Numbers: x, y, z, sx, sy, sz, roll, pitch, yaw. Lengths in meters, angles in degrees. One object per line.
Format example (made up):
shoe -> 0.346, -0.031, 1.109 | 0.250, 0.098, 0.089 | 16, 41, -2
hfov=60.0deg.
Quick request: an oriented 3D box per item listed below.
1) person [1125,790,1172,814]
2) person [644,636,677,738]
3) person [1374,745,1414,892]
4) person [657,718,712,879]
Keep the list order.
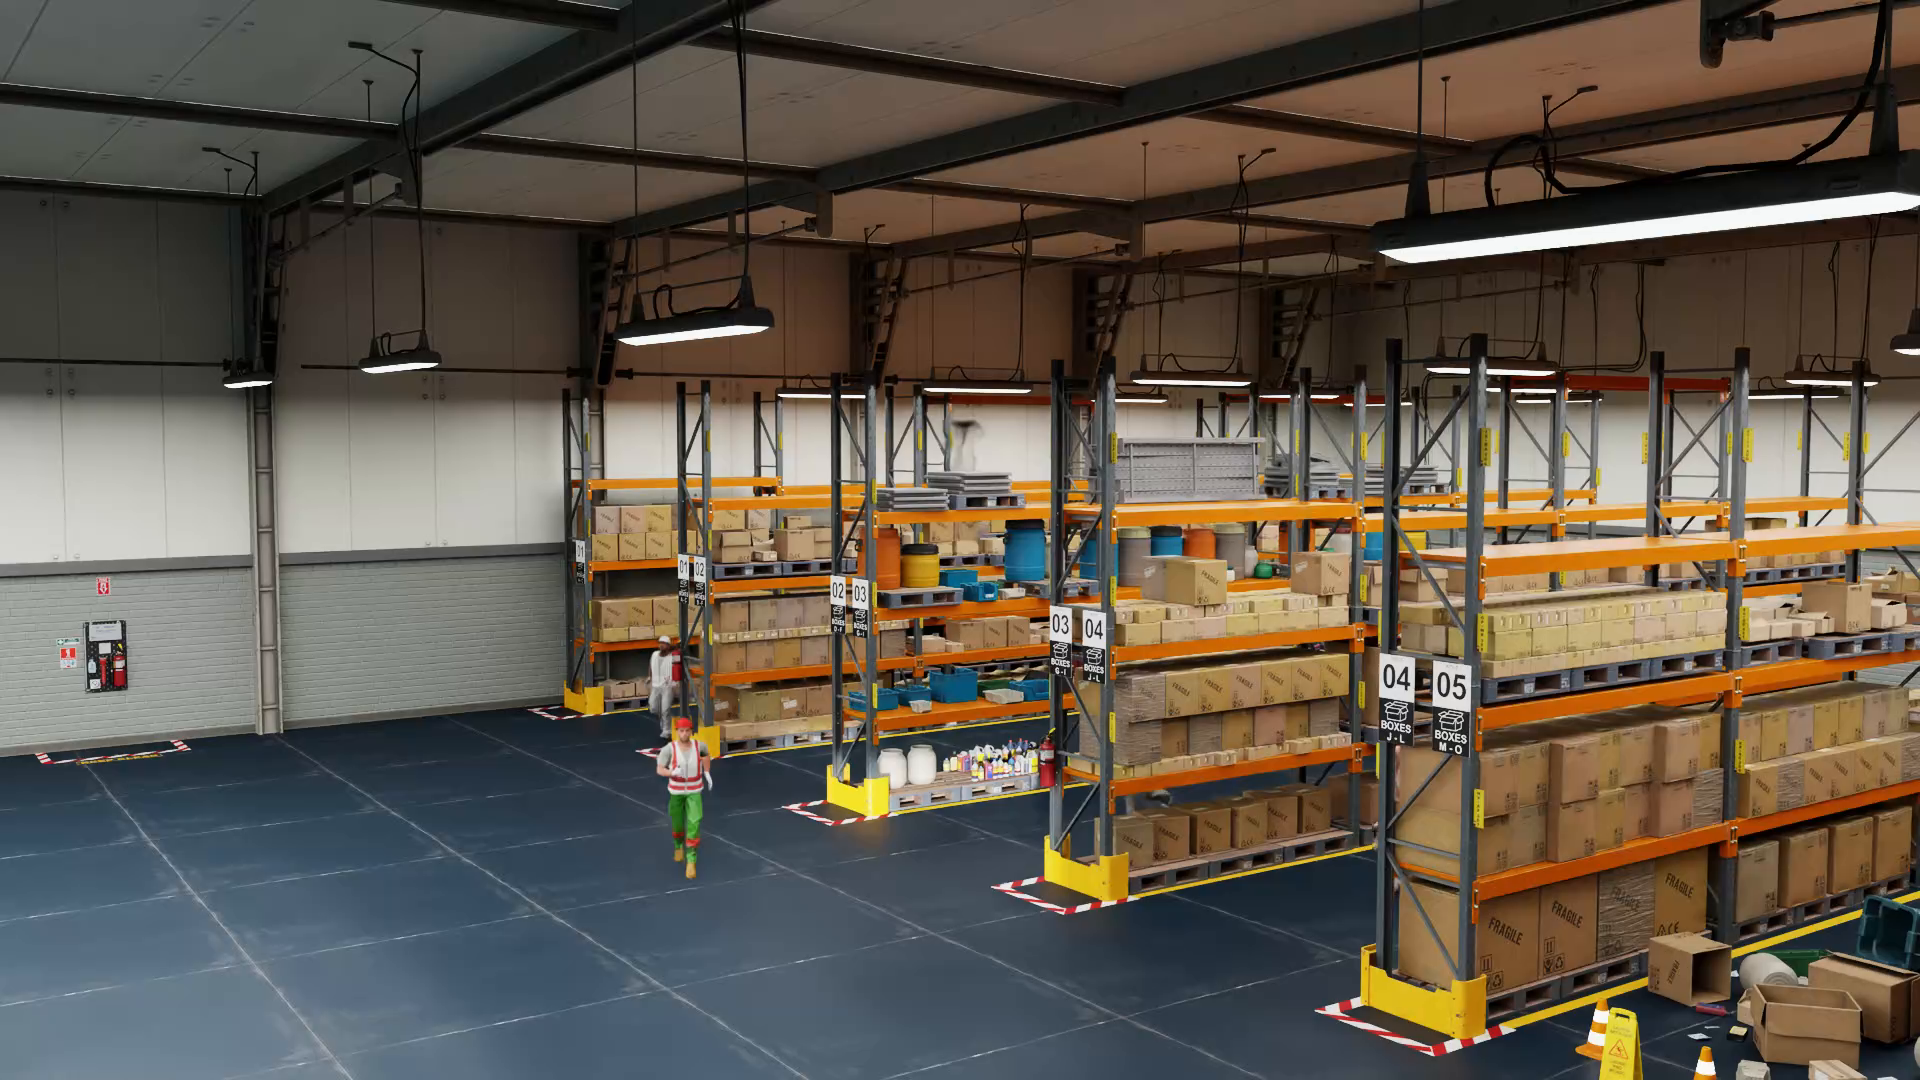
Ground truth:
person -> 2.399, 3.005, 21.633 | 0.955, 1.586, 0.536 | -3, 5, -41
person -> -5.030, 2.490, 28.216 | 0.687, 1.733, 0.596 | 1, 4, 16
person -> 4.895, 3.101, 18.464 | 0.690, 1.707, 0.961 | 3, 5, 41
person -> -3.242, 2.989, 19.605 | 0.652, 1.825, 0.904 | -1, 4, -12
